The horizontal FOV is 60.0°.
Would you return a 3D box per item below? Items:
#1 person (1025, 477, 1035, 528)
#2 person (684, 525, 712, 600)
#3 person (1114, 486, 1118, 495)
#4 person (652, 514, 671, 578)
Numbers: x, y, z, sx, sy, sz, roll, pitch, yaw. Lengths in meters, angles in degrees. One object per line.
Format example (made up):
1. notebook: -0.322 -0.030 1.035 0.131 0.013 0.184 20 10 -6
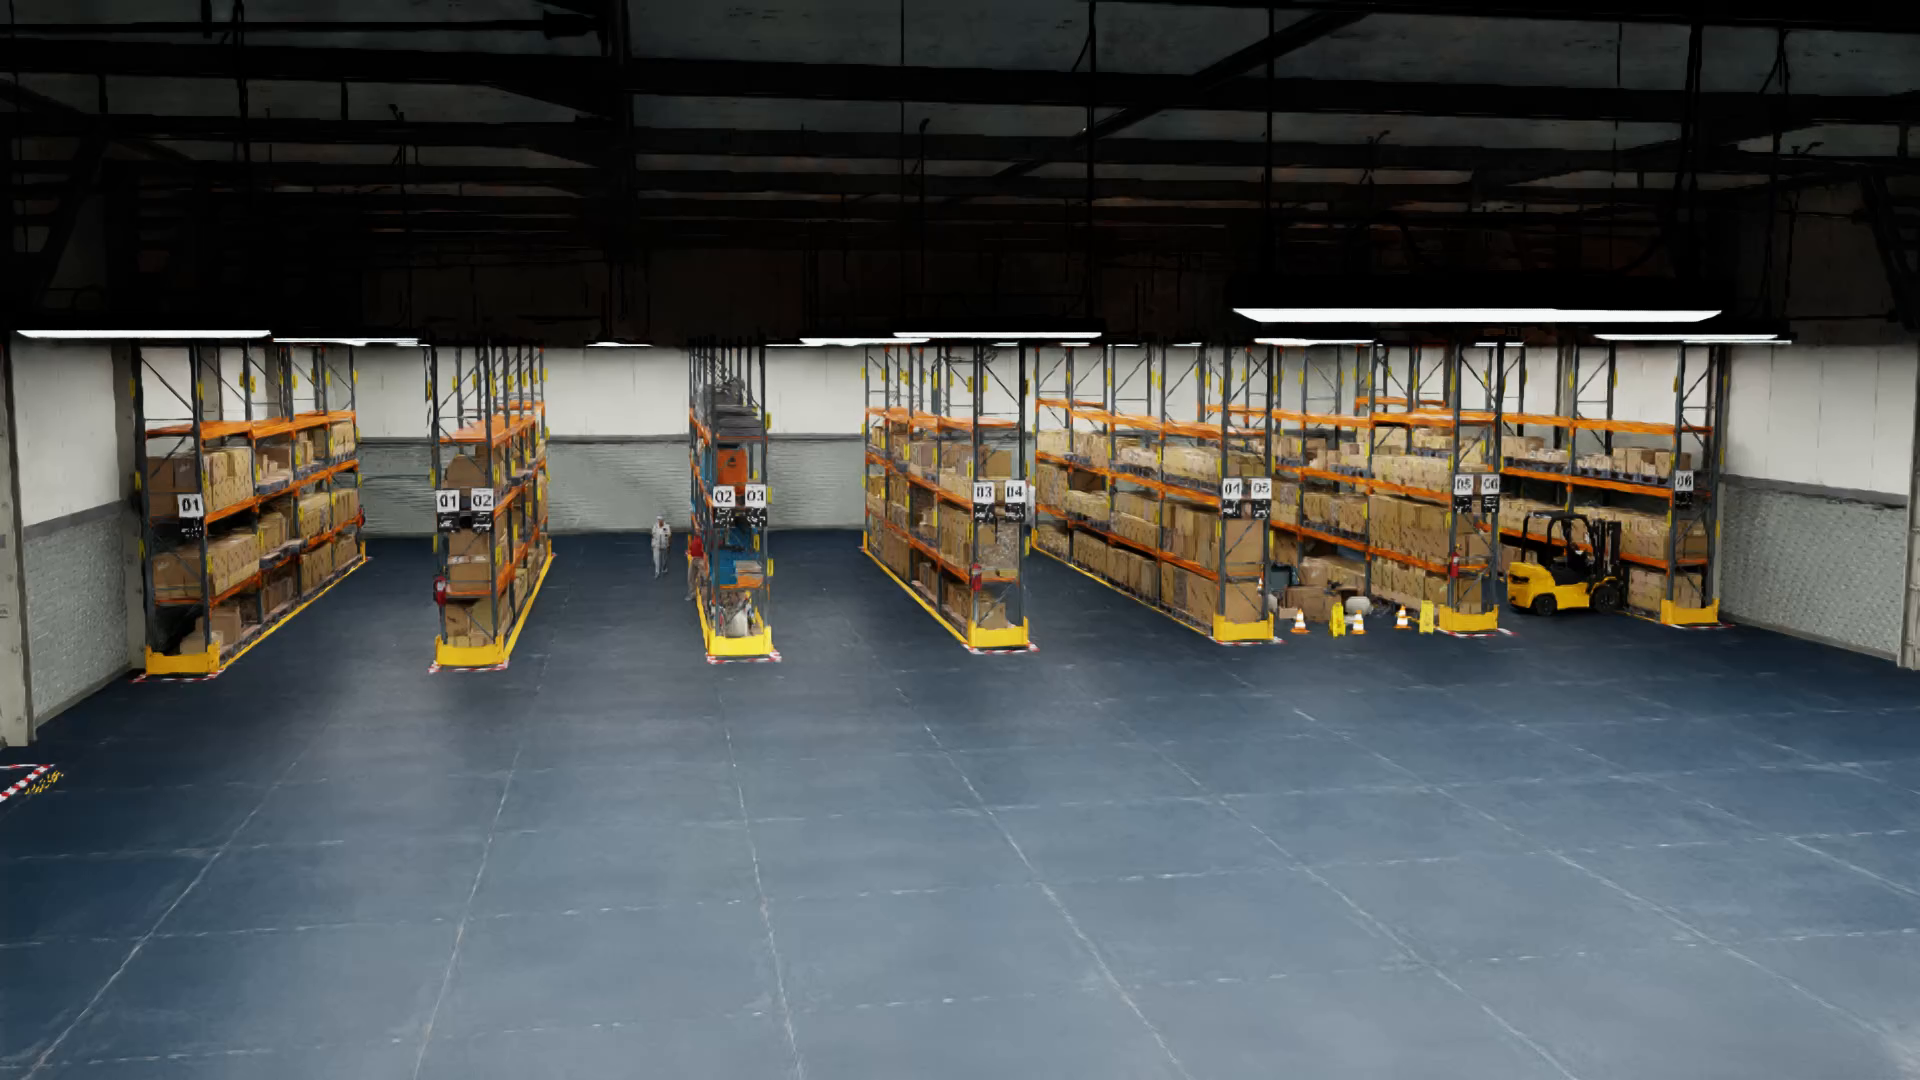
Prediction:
1. person: 2.147 -1.115 52.266 0.630 1.722 1.044 1 7 10
2. person: -5.881 0.518 38.105 0.747 1.713 0.600 5 8 35
3. person: 4.741 -0.792 49.881 0.494 1.643 0.696 -5 8 -36
4. person: -7.511 0.132 41.855 0.478 1.583 1.093 -1 7 -13
